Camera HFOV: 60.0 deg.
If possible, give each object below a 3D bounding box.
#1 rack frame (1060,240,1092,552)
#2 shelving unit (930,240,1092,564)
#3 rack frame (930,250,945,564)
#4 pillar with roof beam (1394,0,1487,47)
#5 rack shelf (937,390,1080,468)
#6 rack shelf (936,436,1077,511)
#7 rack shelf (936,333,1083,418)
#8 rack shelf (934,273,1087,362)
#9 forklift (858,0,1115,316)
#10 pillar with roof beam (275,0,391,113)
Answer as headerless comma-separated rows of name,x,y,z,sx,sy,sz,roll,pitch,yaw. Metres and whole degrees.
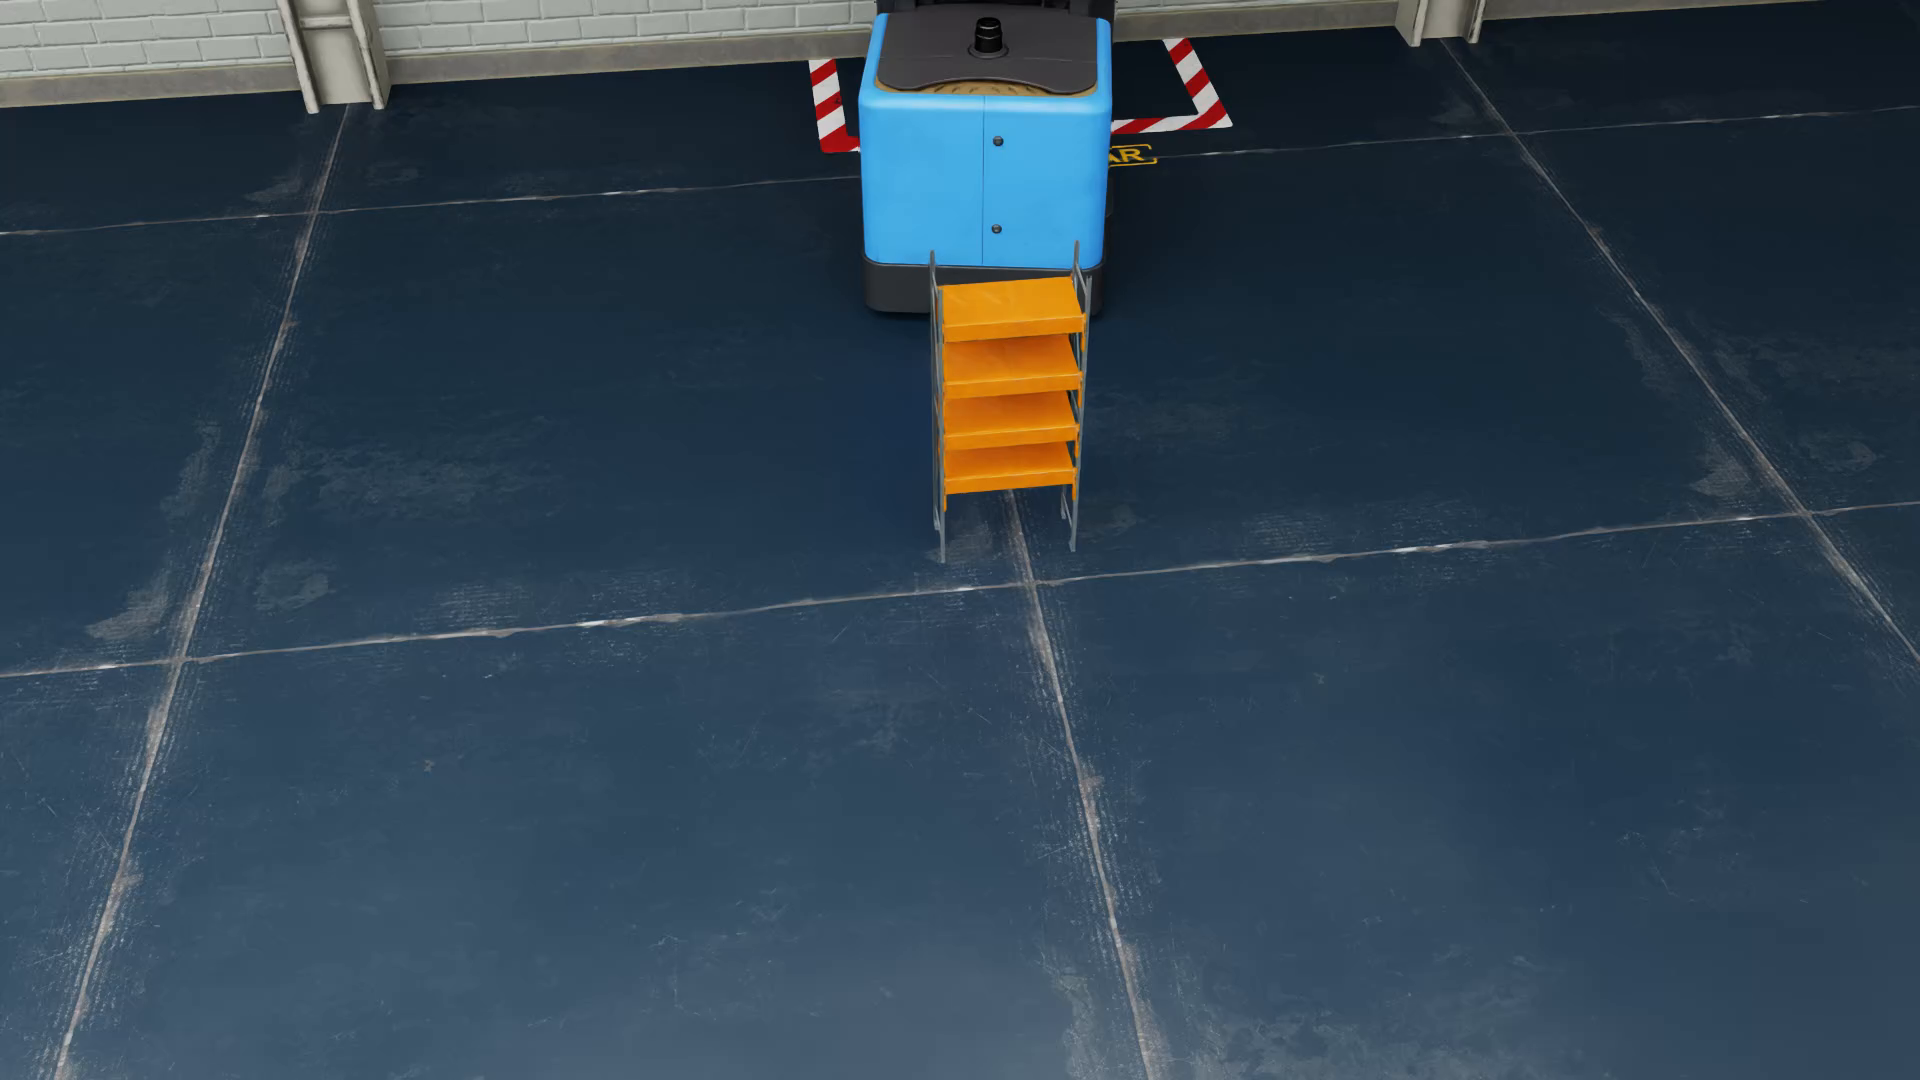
rack frame,0.406,-0.481,5.888,0.015,1.200,0.240,-5,42,-6
shelving unit,0.164,-0.460,5.864,0.503,1.200,0.258,-5,42,-6
rack frame,-0.078,-0.439,5.841,0.015,1.200,0.240,-5,42,-6
pillar with roof beam,3.257,-3.365,3.262,0.400,9.000,9.100,-5,42,-6
rack shelf,0.164,-0.410,5.909,0.480,0.148,0.258,-5,42,-6
rack shelf,0.164,-0.262,6.042,0.480,0.148,0.258,-5,42,-6
rack shelf,0.164,-0.576,5.759,0.480,0.148,0.258,-5,42,-6
rack shelf,0.164,-0.752,5.601,0.480,0.148,0.258,-5,42,-6
forklift,0.178,-3.025,7.416,1.130,2.935,3.031,2,42,2
pillar with roof beam,-2.693,-2.844,2.684,0.400,9.000,9.100,-5,42,-6
